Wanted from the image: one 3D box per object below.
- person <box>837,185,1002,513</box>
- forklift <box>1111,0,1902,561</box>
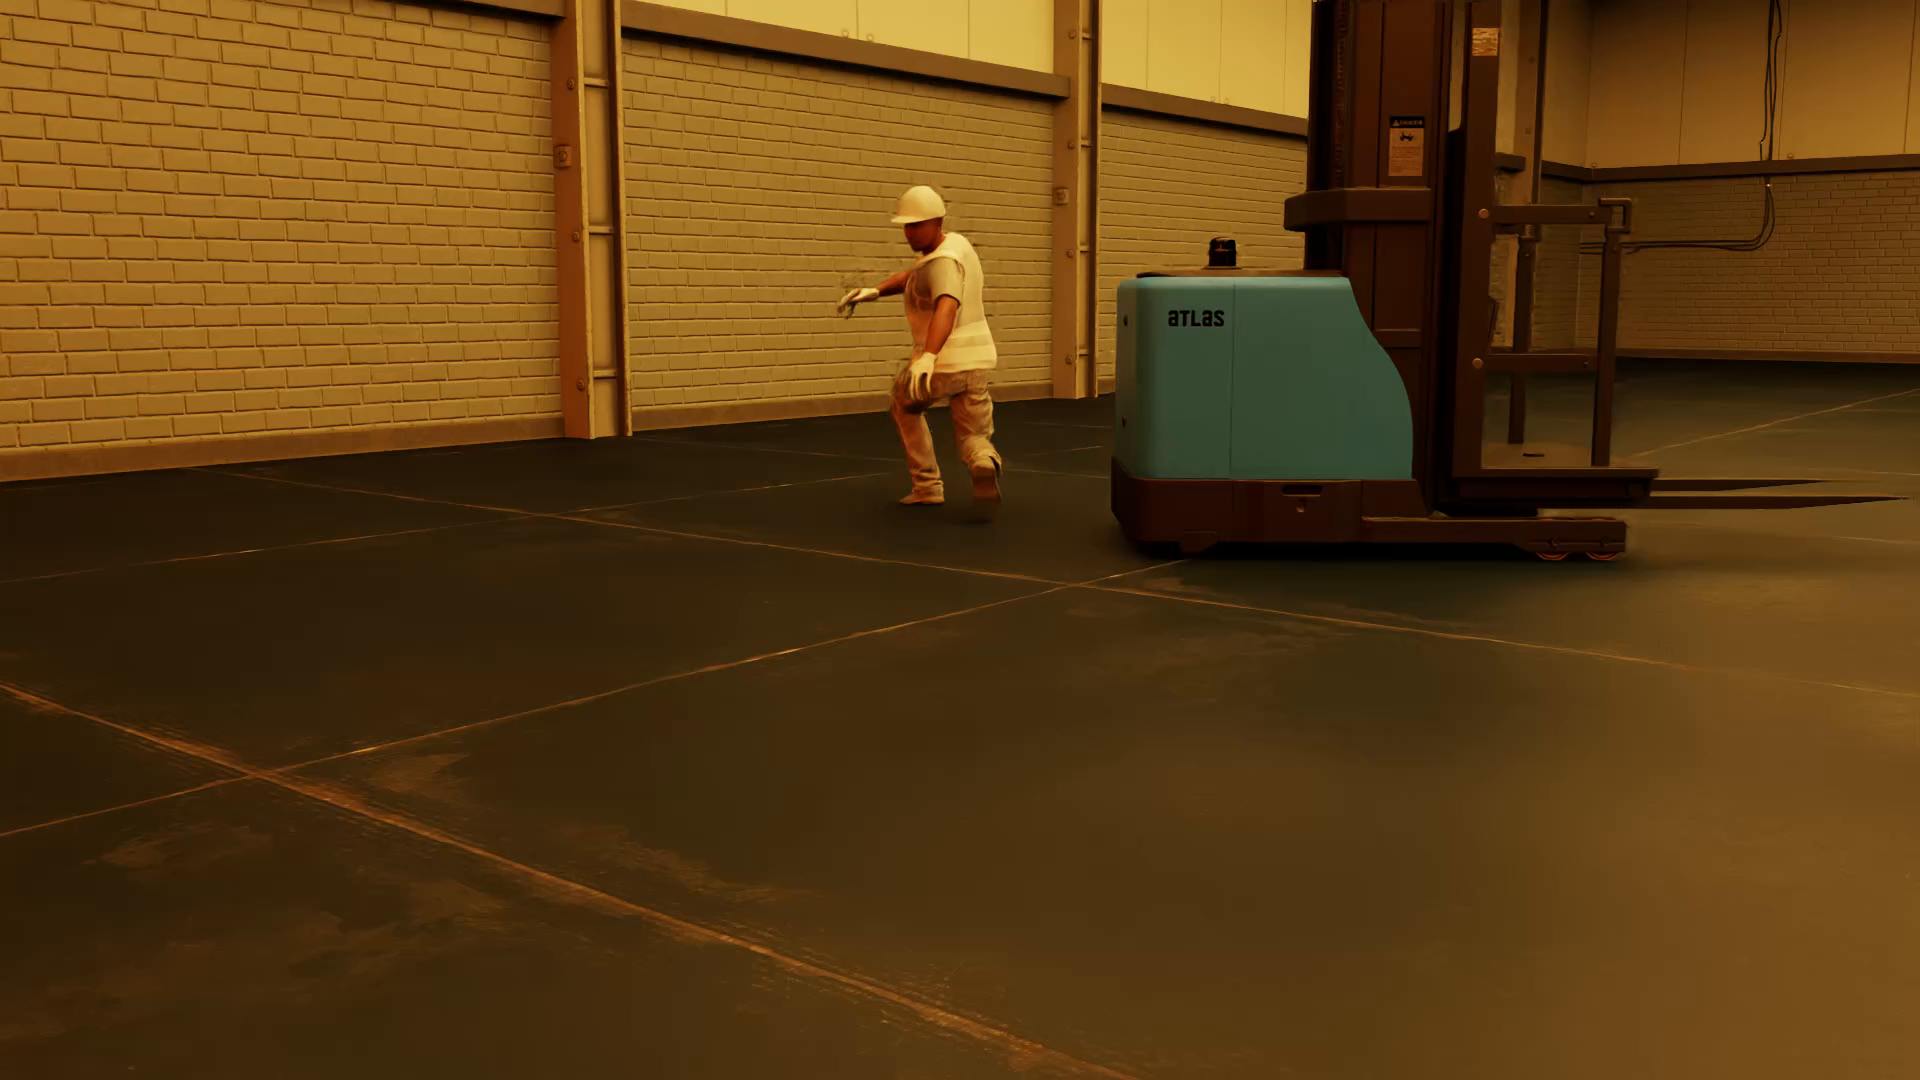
[{"bbox_3d":[-0.120,-0.862,7.729,0.697,1.543,0.939,-6,10,-36],"label":"person"},{"bbox_3d":[2.176,-1.446,6.664,3.031,2.935,1.130,0,8,0],"label":"forklift"}]
